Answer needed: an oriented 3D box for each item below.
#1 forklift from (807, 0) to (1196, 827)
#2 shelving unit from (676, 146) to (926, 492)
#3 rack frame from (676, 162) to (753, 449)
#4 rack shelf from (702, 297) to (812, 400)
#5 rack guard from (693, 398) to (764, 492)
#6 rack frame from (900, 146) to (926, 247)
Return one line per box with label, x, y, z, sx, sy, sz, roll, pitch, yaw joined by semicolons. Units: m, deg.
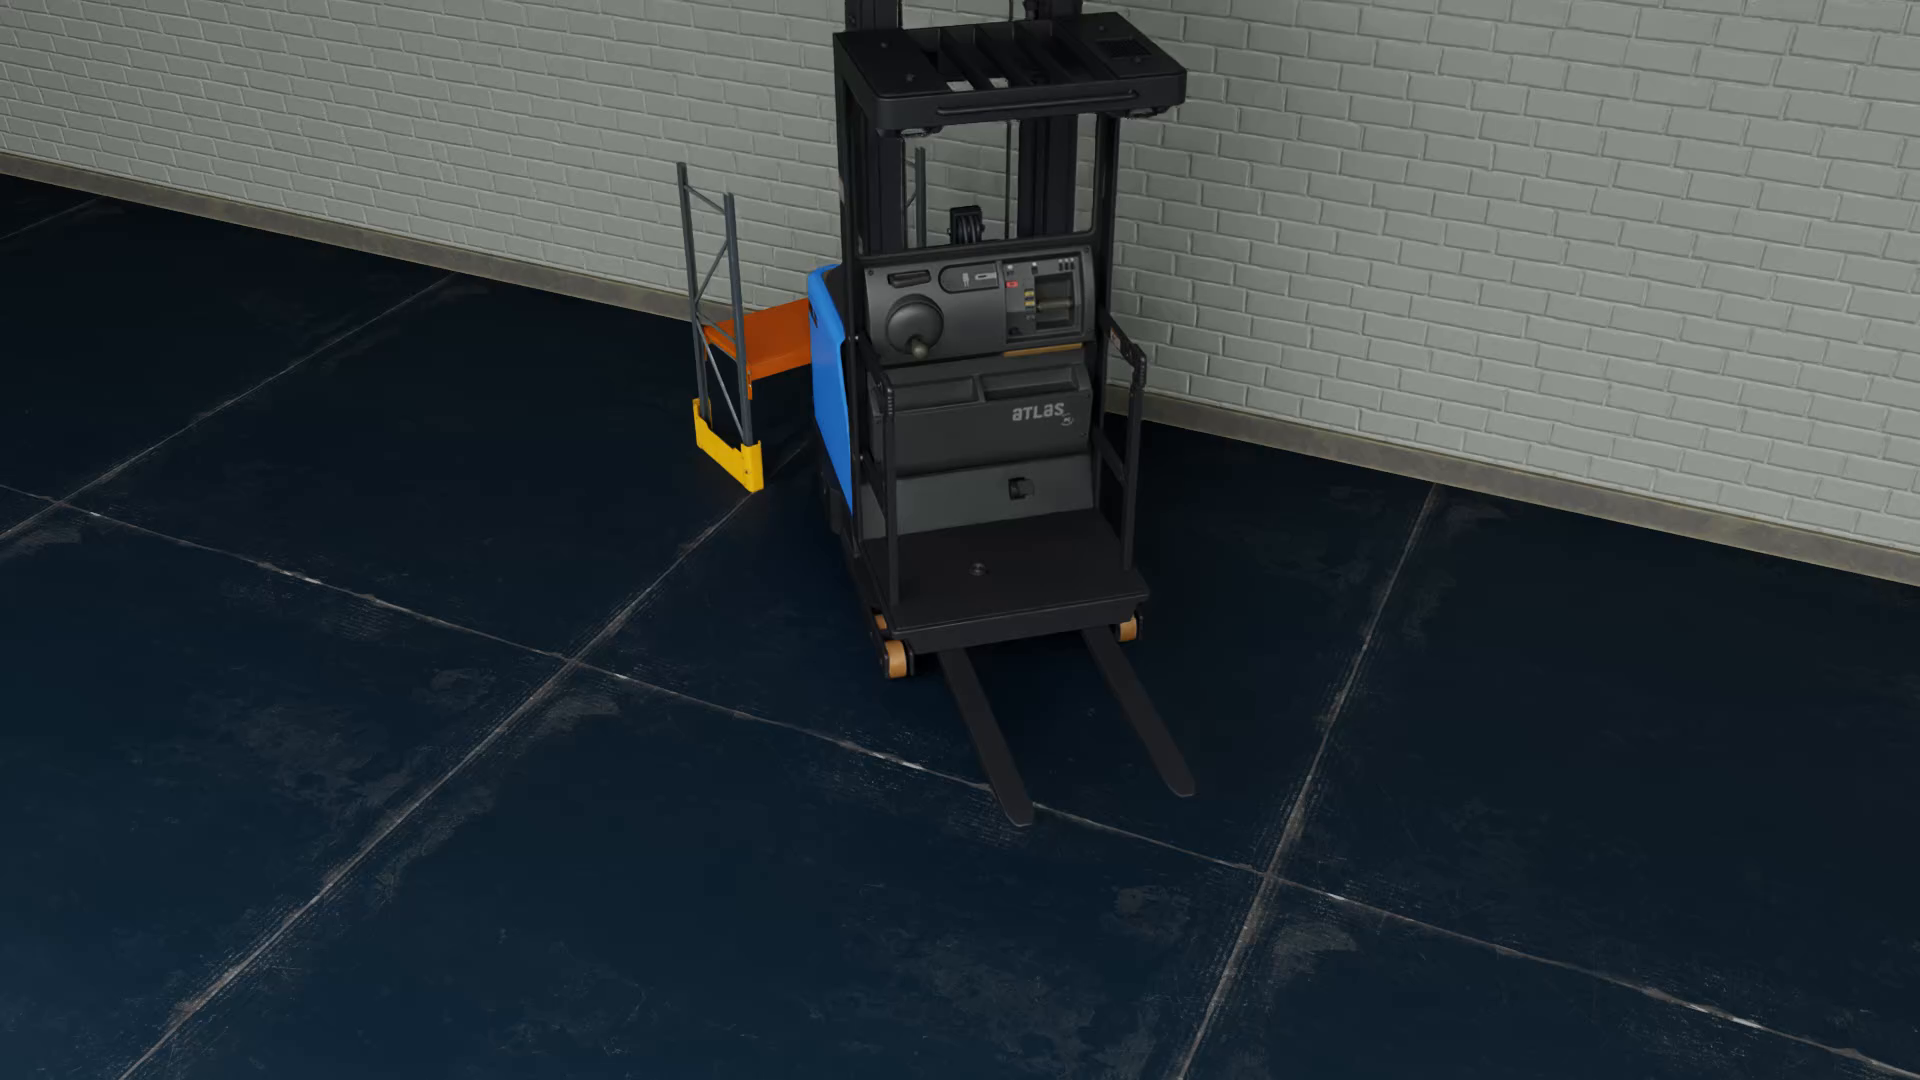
forklift;0.141;-0.887;6.429;1.130;2.935;3.031;-8;34;-12
shelving unit;-0.744;-1.160;8.152;1.083;1.500;0.587;-21;39;-29
rack frame;-1.154;-1.004;7.913;0.032;1.500;0.500;-21;39;-29
rack shelf;-0.736;-1.013;8.255;1.000;0.185;0.538;-21;39;-29
rack guard;-1.153;-0.481;8.256;0.087;0.250;0.587;-21;39;-29
rack frame;-0.319;-1.322;8.399;0.032;1.500;0.500;-21;39;-29
